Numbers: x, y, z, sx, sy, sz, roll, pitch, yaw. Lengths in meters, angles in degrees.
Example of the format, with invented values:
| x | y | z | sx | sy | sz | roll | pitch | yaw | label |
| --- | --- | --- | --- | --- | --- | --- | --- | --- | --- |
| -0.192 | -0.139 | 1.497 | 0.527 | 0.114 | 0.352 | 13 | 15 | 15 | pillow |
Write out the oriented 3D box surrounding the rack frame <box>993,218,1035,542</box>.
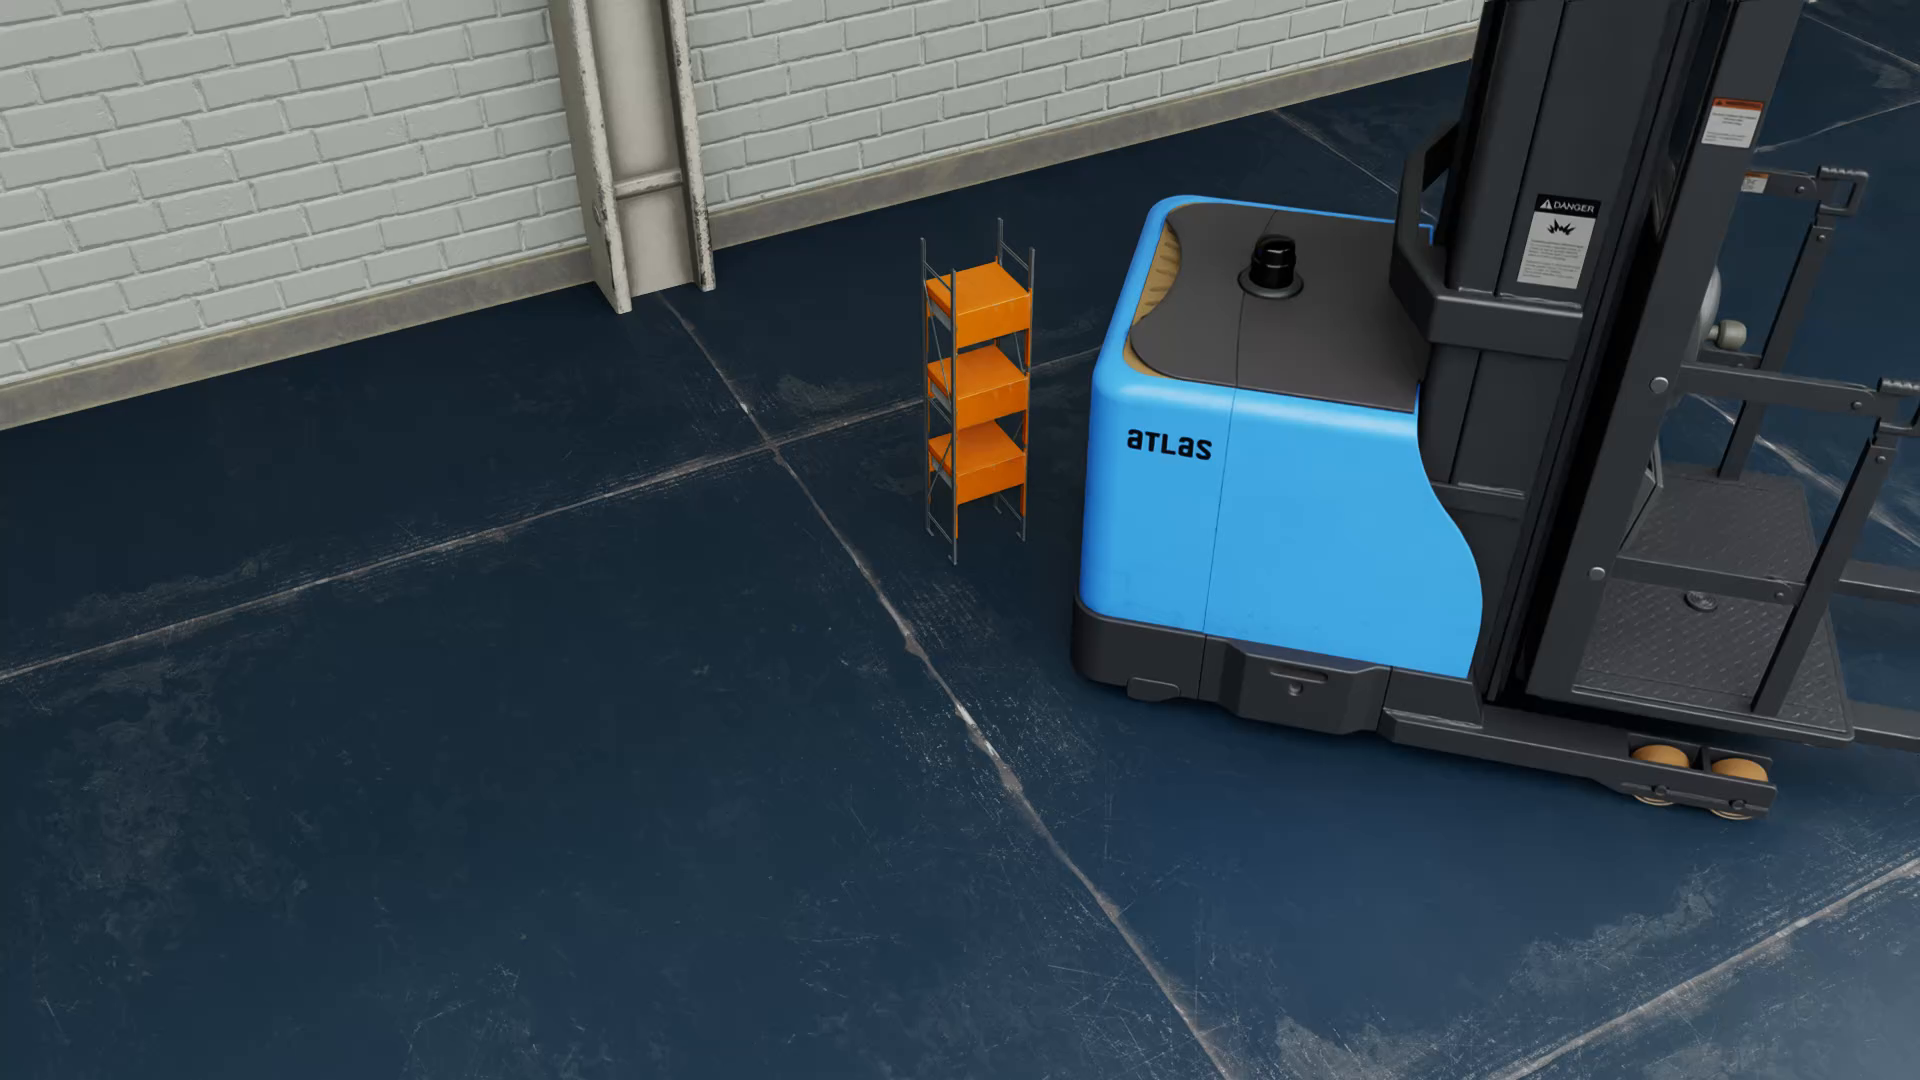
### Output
| x | y | z | sx | sy | sz | roll | pitch | yaw | label |
| --- | --- | --- | --- | --- | --- | --- | --- | --- | --- |
| 0.156 | -0.453 | 4.973 | 0.008 | 1.050 | 0.200 | -19 | 44 | -21 | rack frame |

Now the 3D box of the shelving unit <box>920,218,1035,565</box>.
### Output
| x | y | z | sx | sy | sz | roll | pitch | yaw | label |
| --- | --- | --- | --- | --- | --- | --- | --- | --- | --- |
| 0.047 | -0.417 | 4.930 | 0.252 | 1.050 | 0.215 | -19 | 44 | -21 | shelving unit |

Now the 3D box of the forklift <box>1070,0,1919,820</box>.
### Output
| x | y | z | sx | sy | sz | roll | pitch | yaw | label |
| --- | --- | --- | --- | --- | --- | --- | --- | --- | --- |
| 1.889 | -0.765 | 3.885 | 3.031 | 2.935 | 1.130 | 9 | 41 | 11 | forklift |

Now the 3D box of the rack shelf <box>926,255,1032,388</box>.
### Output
| x | y | z | sx | sy | sz | roll | pitch | yaw | label |
| --- | --- | --- | --- | --- | --- | --- | --- | --- | --- |
| 0.047 | -0.625 | 4.753 | 0.240 | 0.259 | 0.215 | -19 | 44 | -21 | rack shelf |

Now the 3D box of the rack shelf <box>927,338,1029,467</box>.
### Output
| x | y | z | sx | sy | sz | roll | pitch | yaw | label |
| --- | --- | --- | --- | --- | --- | --- | --- | --- | --- |
| 0.047 | -0.409 | 4.936 | 0.240 | 0.259 | 0.215 | -19 | 44 | -21 | rack shelf |

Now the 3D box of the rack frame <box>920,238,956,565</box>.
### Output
| x | y | z | sx | sy | sz | roll | pitch | yaw | label |
| --- | --- | --- | --- | --- | --- | --- | --- | --- | --- |
| -0.061 | -0.380 | 4.887 | 0.008 | 1.050 | 0.200 | -19 | 44 | -21 | rack frame |

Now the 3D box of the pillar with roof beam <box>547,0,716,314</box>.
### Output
| x | y | z | sx | sy | sz | roll | pitch | yaw | label |
| --- | --- | --- | --- | --- | --- | --- | --- | --- | --- |
| 0.807 | -1.965 | 0.606 | 0.400 | 9.000 | 9.100 | -19 | 44 | -21 | pillar with roof beam |

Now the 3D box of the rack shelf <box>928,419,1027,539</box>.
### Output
| x | y | z | sx | sy | sz | roll | pitch | yaw | label |
| --- | --- | --- | --- | --- | --- | --- | --- | --- | --- |
| 0.047 | -0.196 | 5.116 | 0.240 | 0.259 | 0.215 | -19 | 44 | -21 | rack shelf |
